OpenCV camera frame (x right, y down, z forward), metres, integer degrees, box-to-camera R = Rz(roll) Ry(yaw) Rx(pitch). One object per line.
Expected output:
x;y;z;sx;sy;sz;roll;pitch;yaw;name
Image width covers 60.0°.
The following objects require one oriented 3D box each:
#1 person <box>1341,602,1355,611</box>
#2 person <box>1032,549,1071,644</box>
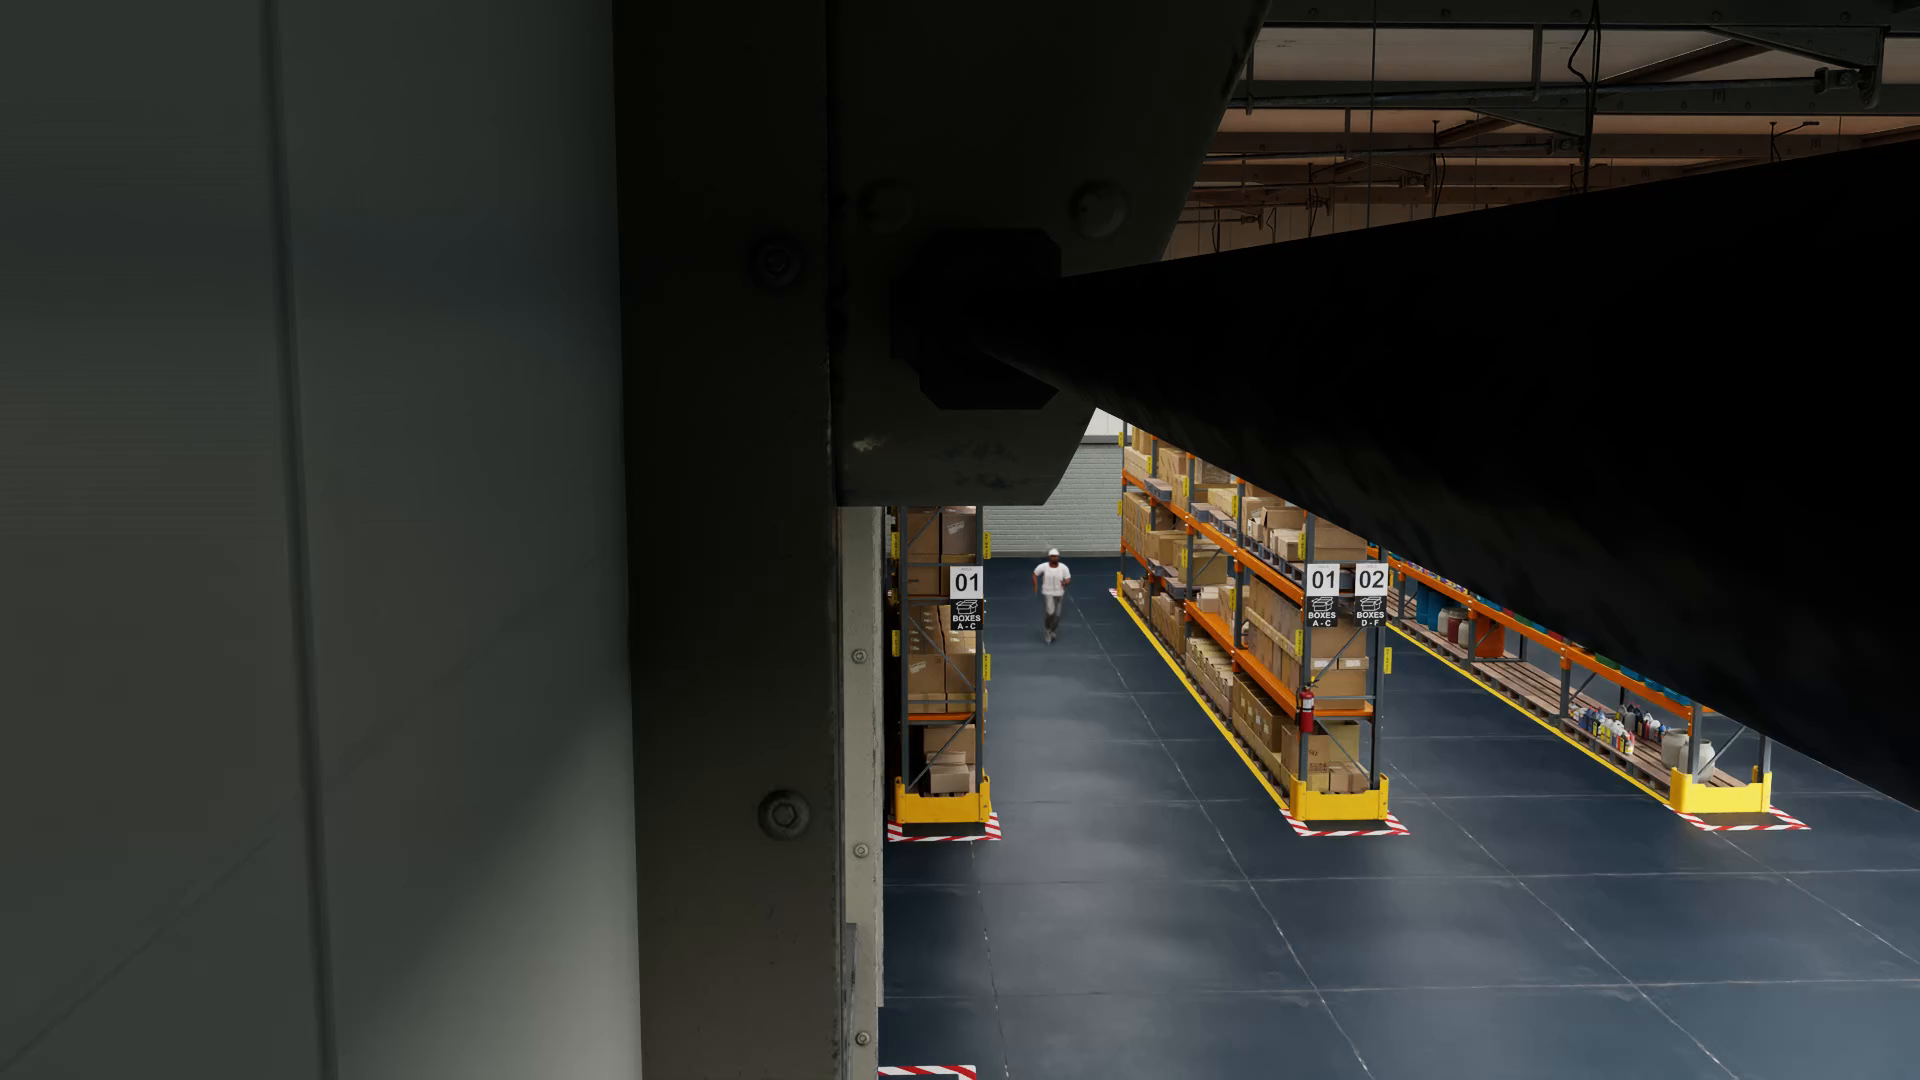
7.160;1.264;30.131;0.700;1.712;0.714;-3;8;-18;person
1.757;1.057;31.400;0.674;1.787;0.725;-2;8;-11;person
